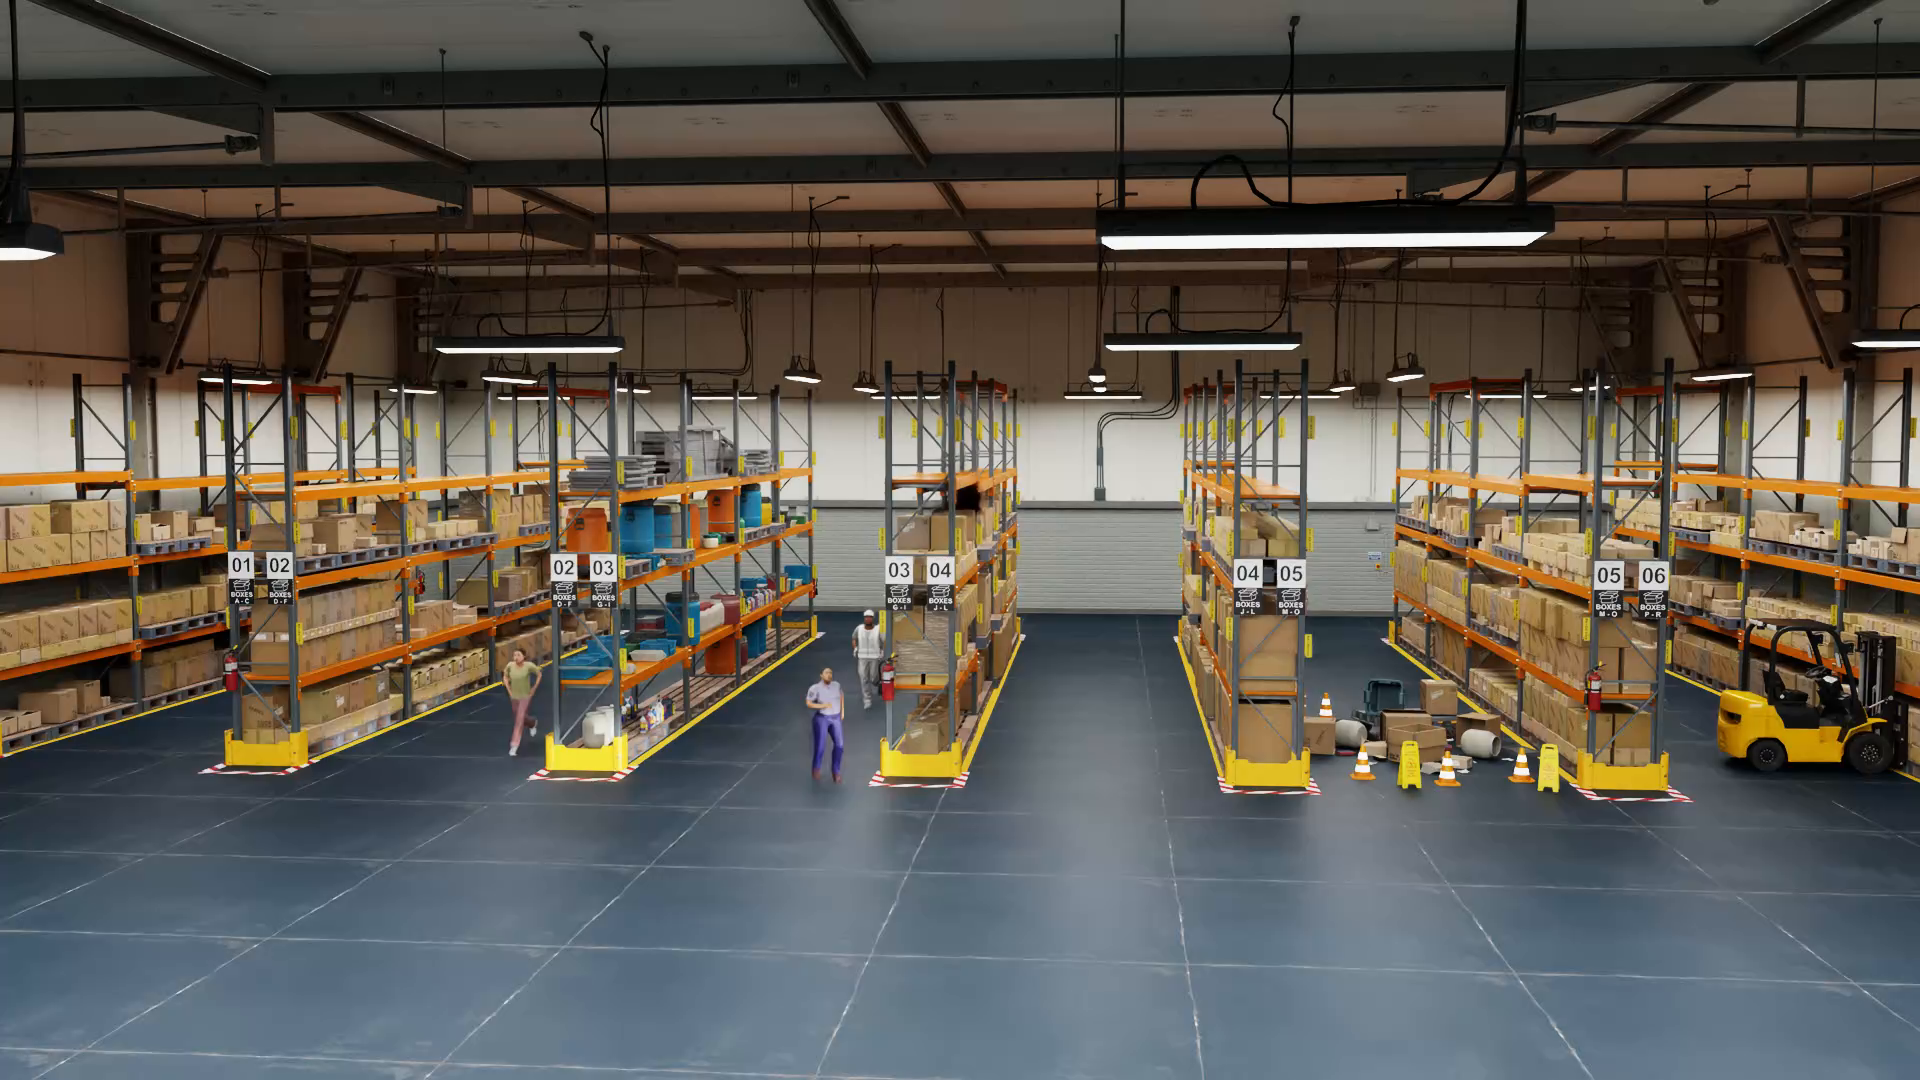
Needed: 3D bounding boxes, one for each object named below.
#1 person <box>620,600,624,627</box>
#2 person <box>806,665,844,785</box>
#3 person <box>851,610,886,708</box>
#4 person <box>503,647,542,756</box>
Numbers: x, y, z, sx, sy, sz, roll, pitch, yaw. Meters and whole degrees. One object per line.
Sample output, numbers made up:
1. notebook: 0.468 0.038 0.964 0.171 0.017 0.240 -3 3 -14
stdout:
1. person: -8.812 1.370 42.227 0.672 1.760 0.689 1 4 20
2. person: -1.908 2.639 23.686 0.647 1.723 0.714 -2 4 -26
3. person: -1.657 2.147 30.279 0.681 1.759 0.778 0 4 5
4. person: -6.846 2.481 26.055 0.579 1.658 1.060 0 4 7
